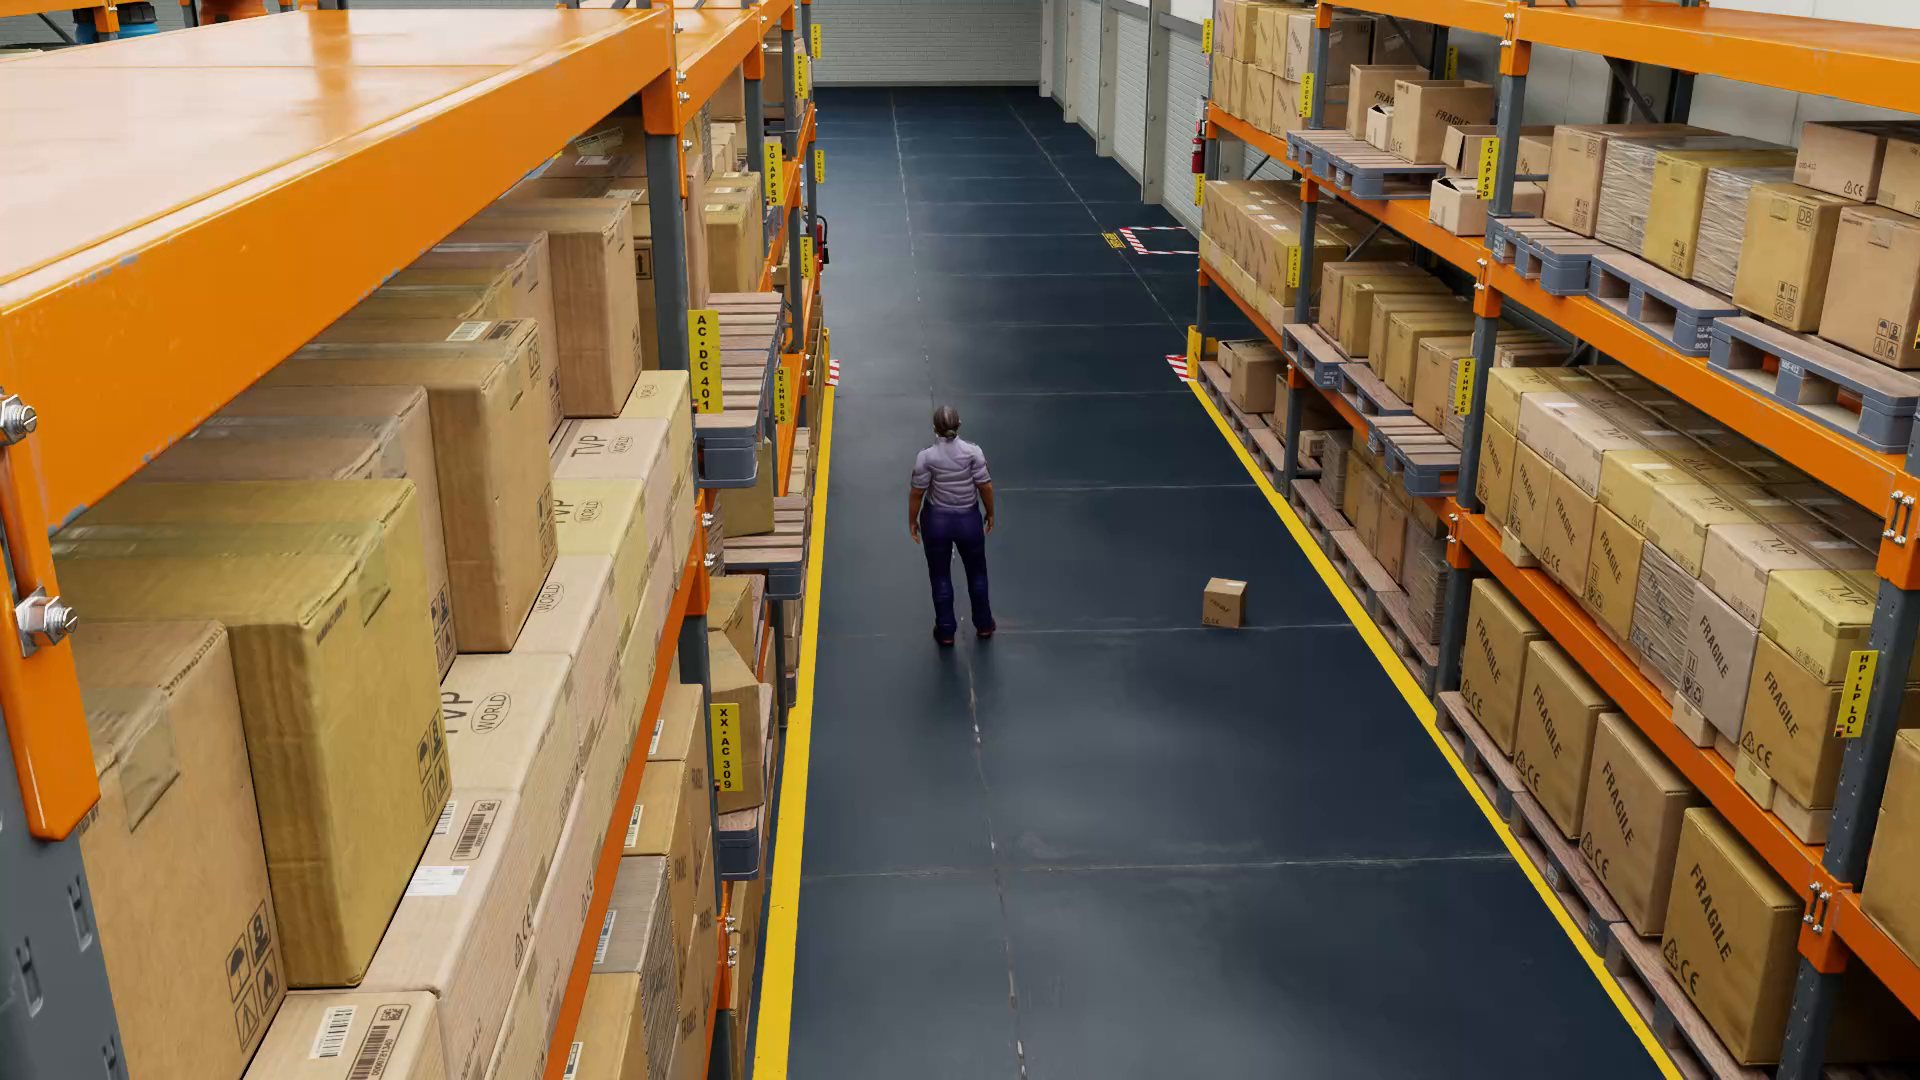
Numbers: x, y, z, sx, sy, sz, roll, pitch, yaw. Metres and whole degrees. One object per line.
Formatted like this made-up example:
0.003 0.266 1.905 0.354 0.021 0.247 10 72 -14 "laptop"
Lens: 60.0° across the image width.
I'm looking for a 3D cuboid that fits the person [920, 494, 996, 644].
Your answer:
0.005 0.159 11.026 0.501 1.032 0.461 -1 21 -4 "person"
